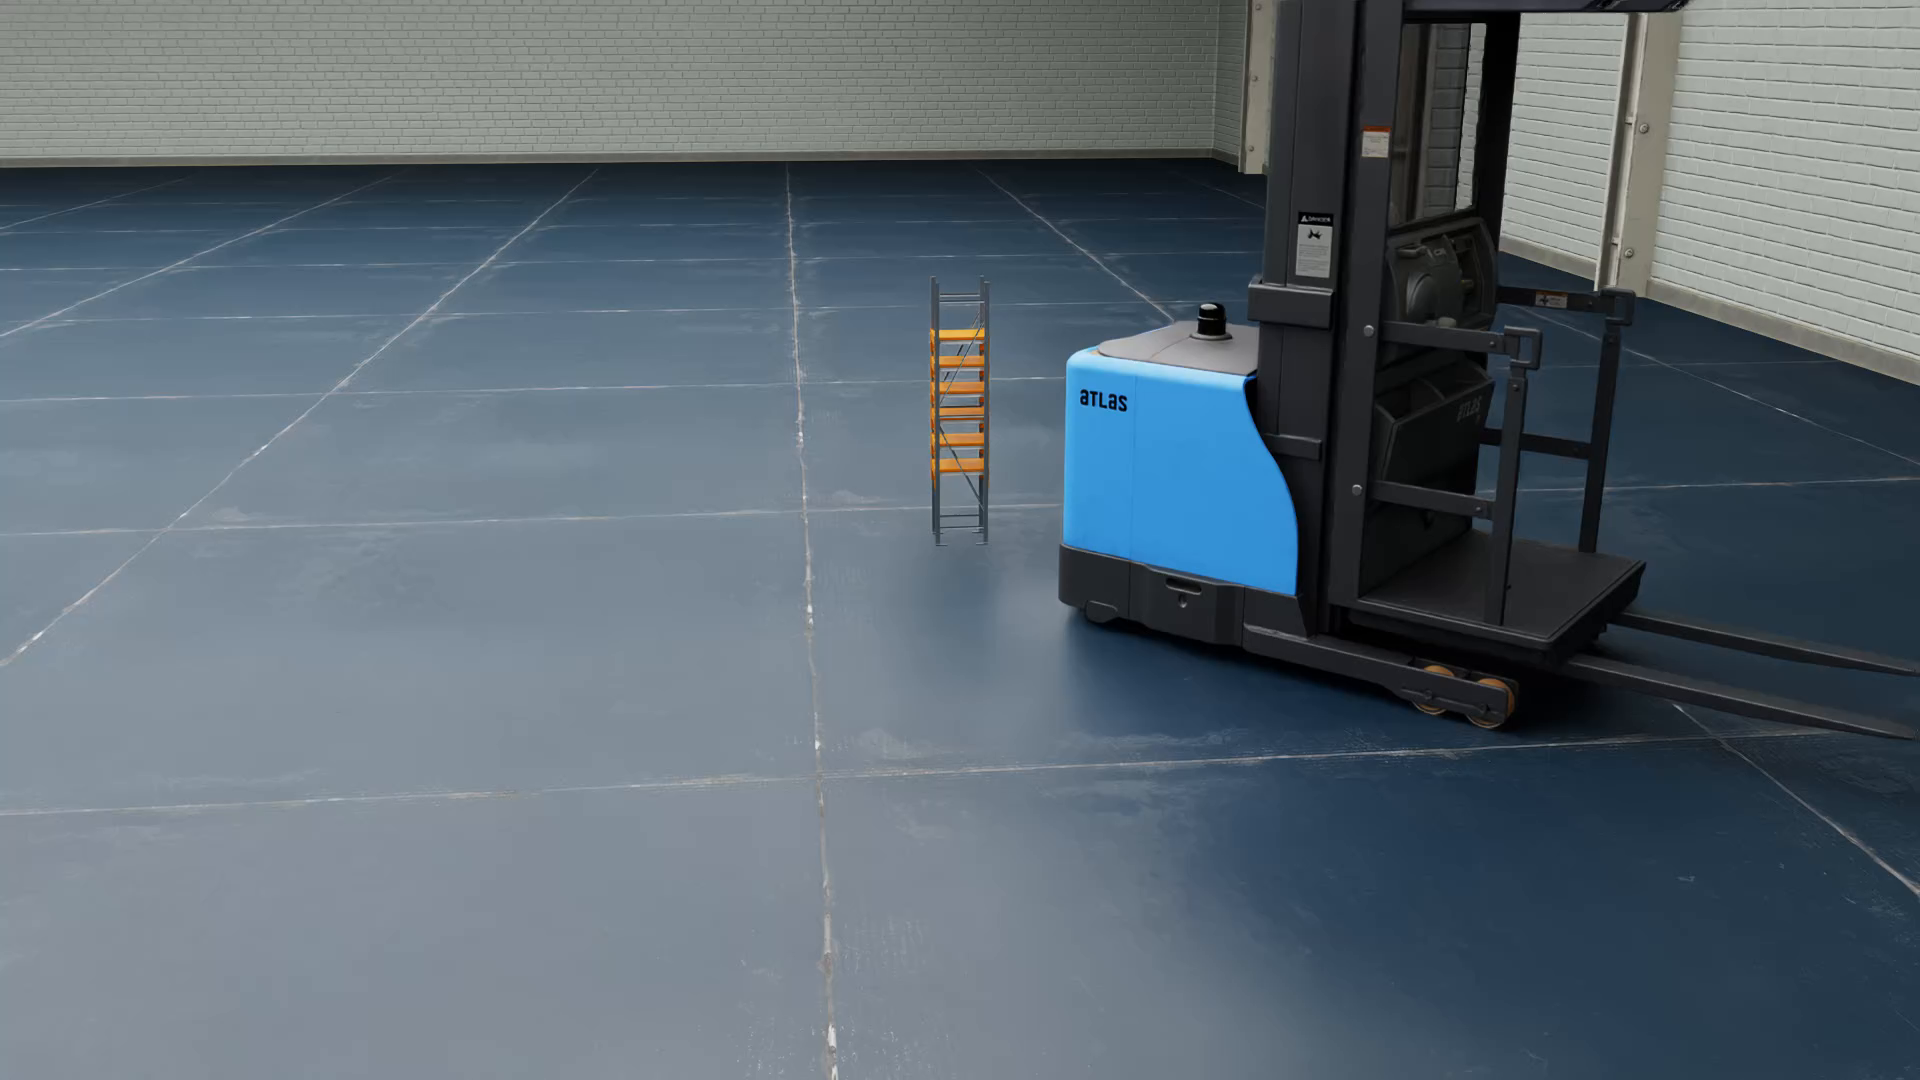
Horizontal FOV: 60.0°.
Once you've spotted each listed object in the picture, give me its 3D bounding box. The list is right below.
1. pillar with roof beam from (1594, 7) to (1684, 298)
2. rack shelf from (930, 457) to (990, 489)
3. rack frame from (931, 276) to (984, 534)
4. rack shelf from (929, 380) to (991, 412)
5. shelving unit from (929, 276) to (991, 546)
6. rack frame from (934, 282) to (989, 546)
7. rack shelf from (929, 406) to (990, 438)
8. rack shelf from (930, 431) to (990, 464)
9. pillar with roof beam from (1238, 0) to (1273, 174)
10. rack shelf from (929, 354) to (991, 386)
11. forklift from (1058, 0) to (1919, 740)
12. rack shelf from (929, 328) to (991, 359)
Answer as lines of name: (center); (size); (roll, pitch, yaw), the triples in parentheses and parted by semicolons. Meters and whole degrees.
pillar with roof beam: (1.489, -6.310, 12.751); (9.100, 9.000, 0.400); (-2, 18, -6)
rack shelf: (-0.001, -0.305, 7.596); (0.258, 0.103, 0.180); (-2, 18, -6)
rack frame: (-0.011, -0.604, 7.598); (0.240, 1.200, 0.006); (-2, 18, -6)
rack shelf: (-0.001, -0.649, 7.488); (0.258, 0.103, 0.180); (-2, 18, -6)
shelving unit: (-0.001, -0.577, 7.511); (0.258, 1.200, 0.189); (-2, 18, -6)
rack frame: (0.008, -0.550, 7.424); (0.240, 1.200, 0.006); (-2, 18, -6)
rack shelf: (-0.001, -0.534, 7.524); (0.258, 0.103, 0.180); (-2, 18, -6)
rack shelf: (-0.001, -0.420, 7.560); (0.258, 0.103, 0.180); (-2, 18, -6)
pillar with roof beam: (0.252, -9.885, 24.139); (9.100, 9.000, 0.400); (-2, 18, -6)
rack shelf: (-0.002, -0.763, 7.453); (0.258, 0.103, 0.180); (-2, 18, -6)
forklift: (1.876, -0.939, 5.776); (3.031, 2.935, 1.130); (13, 22, 35)
rack shelf: (-0.002, -0.878, 7.417); (0.258, 0.103, 0.180); (-2, 18, -6)
